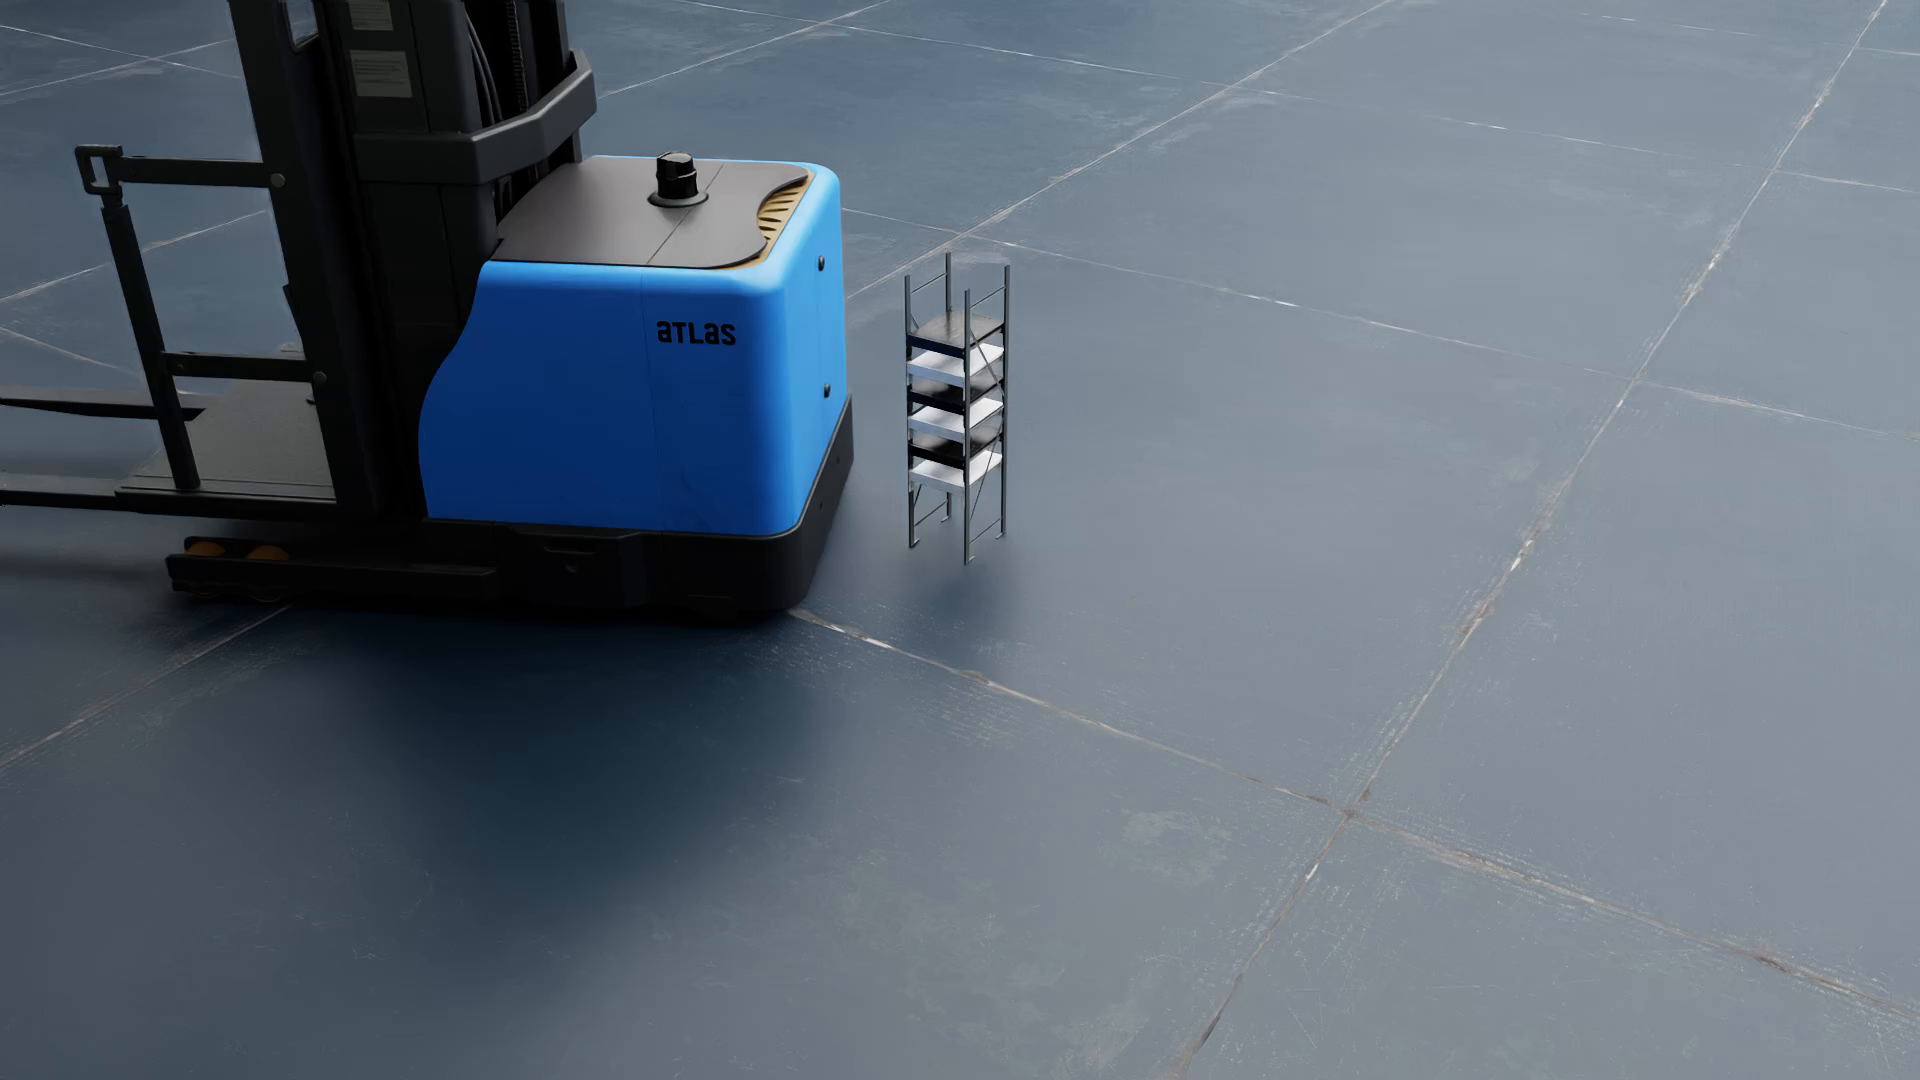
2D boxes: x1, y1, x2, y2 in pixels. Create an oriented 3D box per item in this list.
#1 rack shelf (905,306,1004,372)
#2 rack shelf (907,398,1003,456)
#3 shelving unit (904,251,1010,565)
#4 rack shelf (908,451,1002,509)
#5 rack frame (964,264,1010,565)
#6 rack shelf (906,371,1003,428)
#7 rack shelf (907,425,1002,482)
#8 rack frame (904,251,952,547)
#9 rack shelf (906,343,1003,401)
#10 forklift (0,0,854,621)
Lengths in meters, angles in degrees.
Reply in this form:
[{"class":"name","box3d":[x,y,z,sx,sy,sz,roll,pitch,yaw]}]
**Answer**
[{"class":"rack shelf","box3d":[-0.007,-0.595,4.908,0.200,0.077,0.258,18,35,27]},{"class":"rack shelf","box3d":[-0.007,-0.362,5.044,0.200,0.077,0.258,18,35,27]},{"class":"shelving unit","box3d":[-0.007,-0.391,5.027,0.210,0.900,0.258,18,35,27]},{"class":"rack shelf","box3d":[-0.007,-0.207,5.134,0.200,0.077,0.258,18,35,27]},{"class":"rack frame","box3d":[0.079,-0.364,4.980,0.006,0.900,0.240,18,35,27]},{"class":"rack shelf","box3d":[-0.007,-0.440,4.998,0.200,0.077,0.258,18,35,27]},{"class":"rack shelf","box3d":[-0.007,-0.284,5.089,0.200,0.077,0.258,18,35,27]},{"class":"rack frame","box3d":[-0.093,-0.418,5.074,0.006,0.900,0.240,18,35,27]},{"class":"rack shelf","box3d":[-0.007,-0.518,4.953,0.200,0.077,0.258,18,35,27]},{"class":"forklift","box3d":[-1.908,-1.342,4.641,3.031,2.935,1.130,3,30,5]}]
